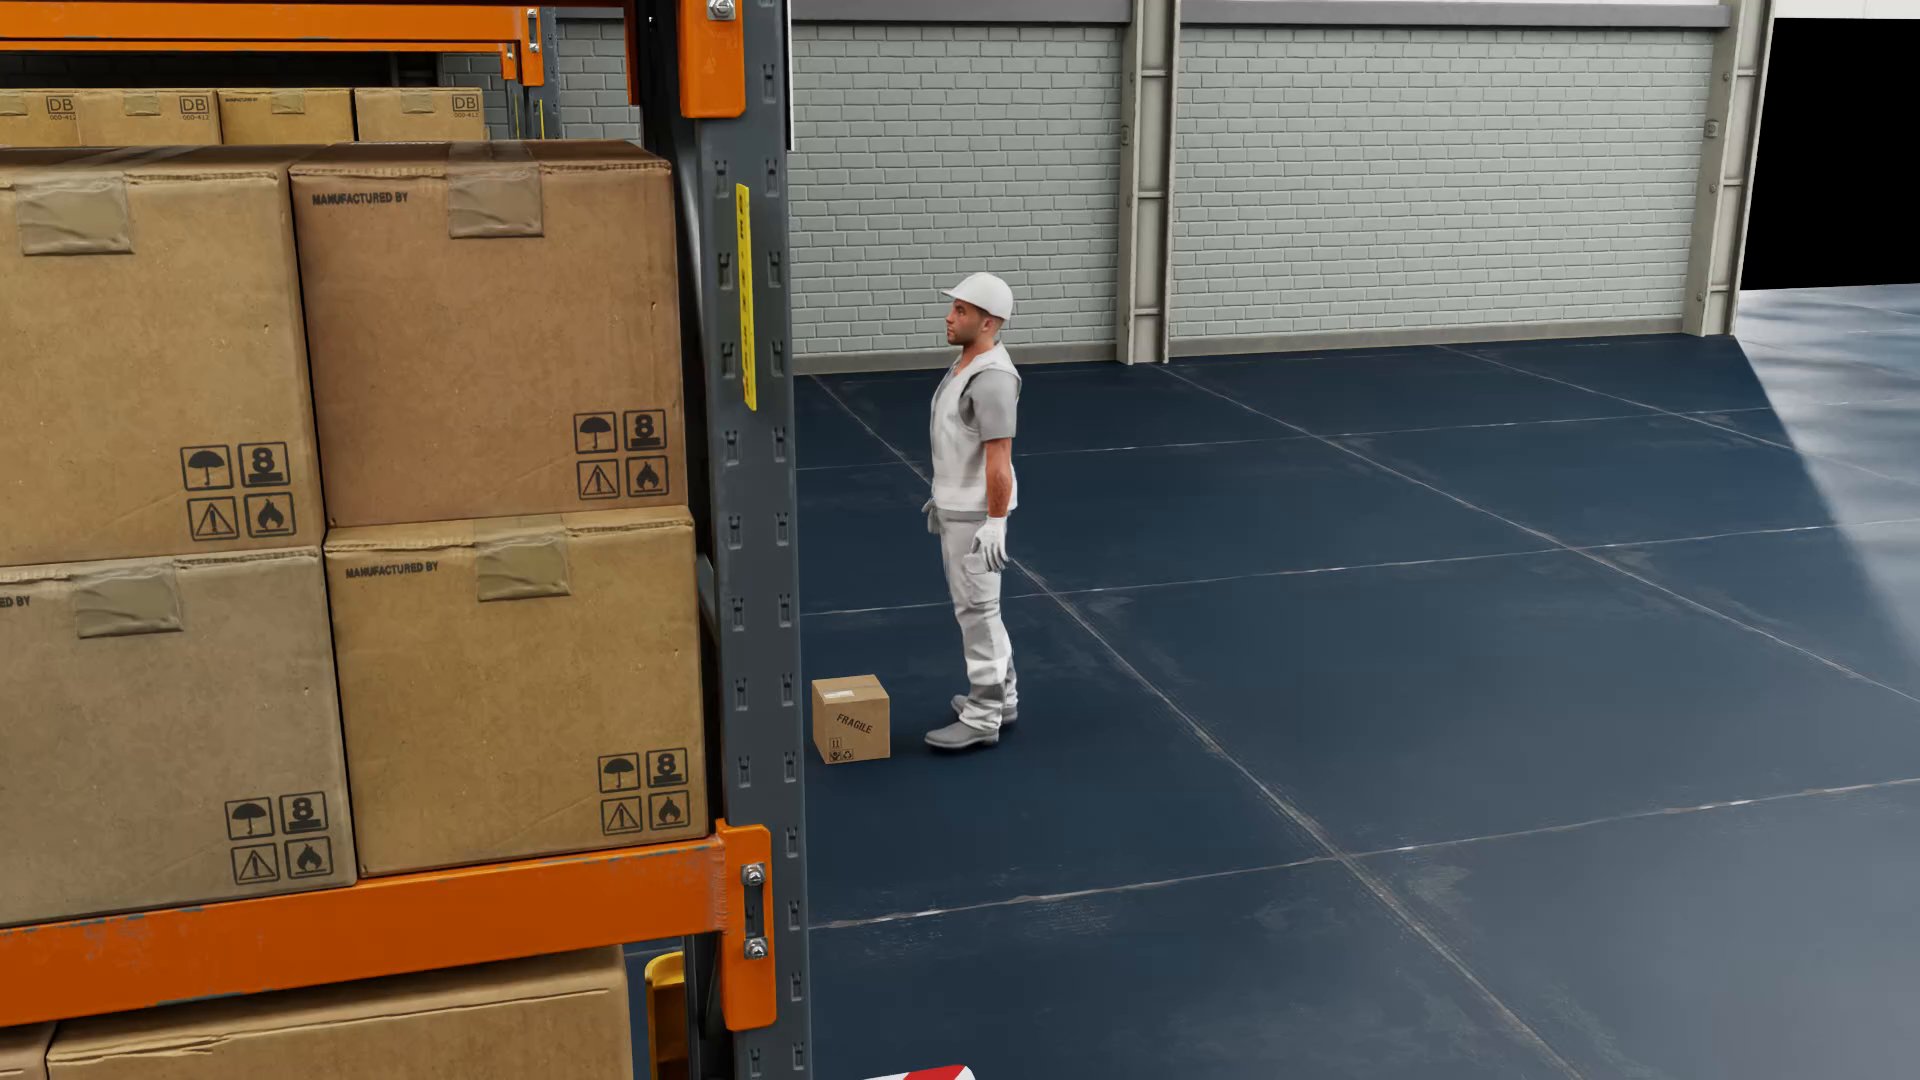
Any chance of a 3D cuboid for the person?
[{"bbox_3d":[0.043,-0.107,6.281,0.399,1.790,0.549,-2,16,-8],"label":"person"}]
